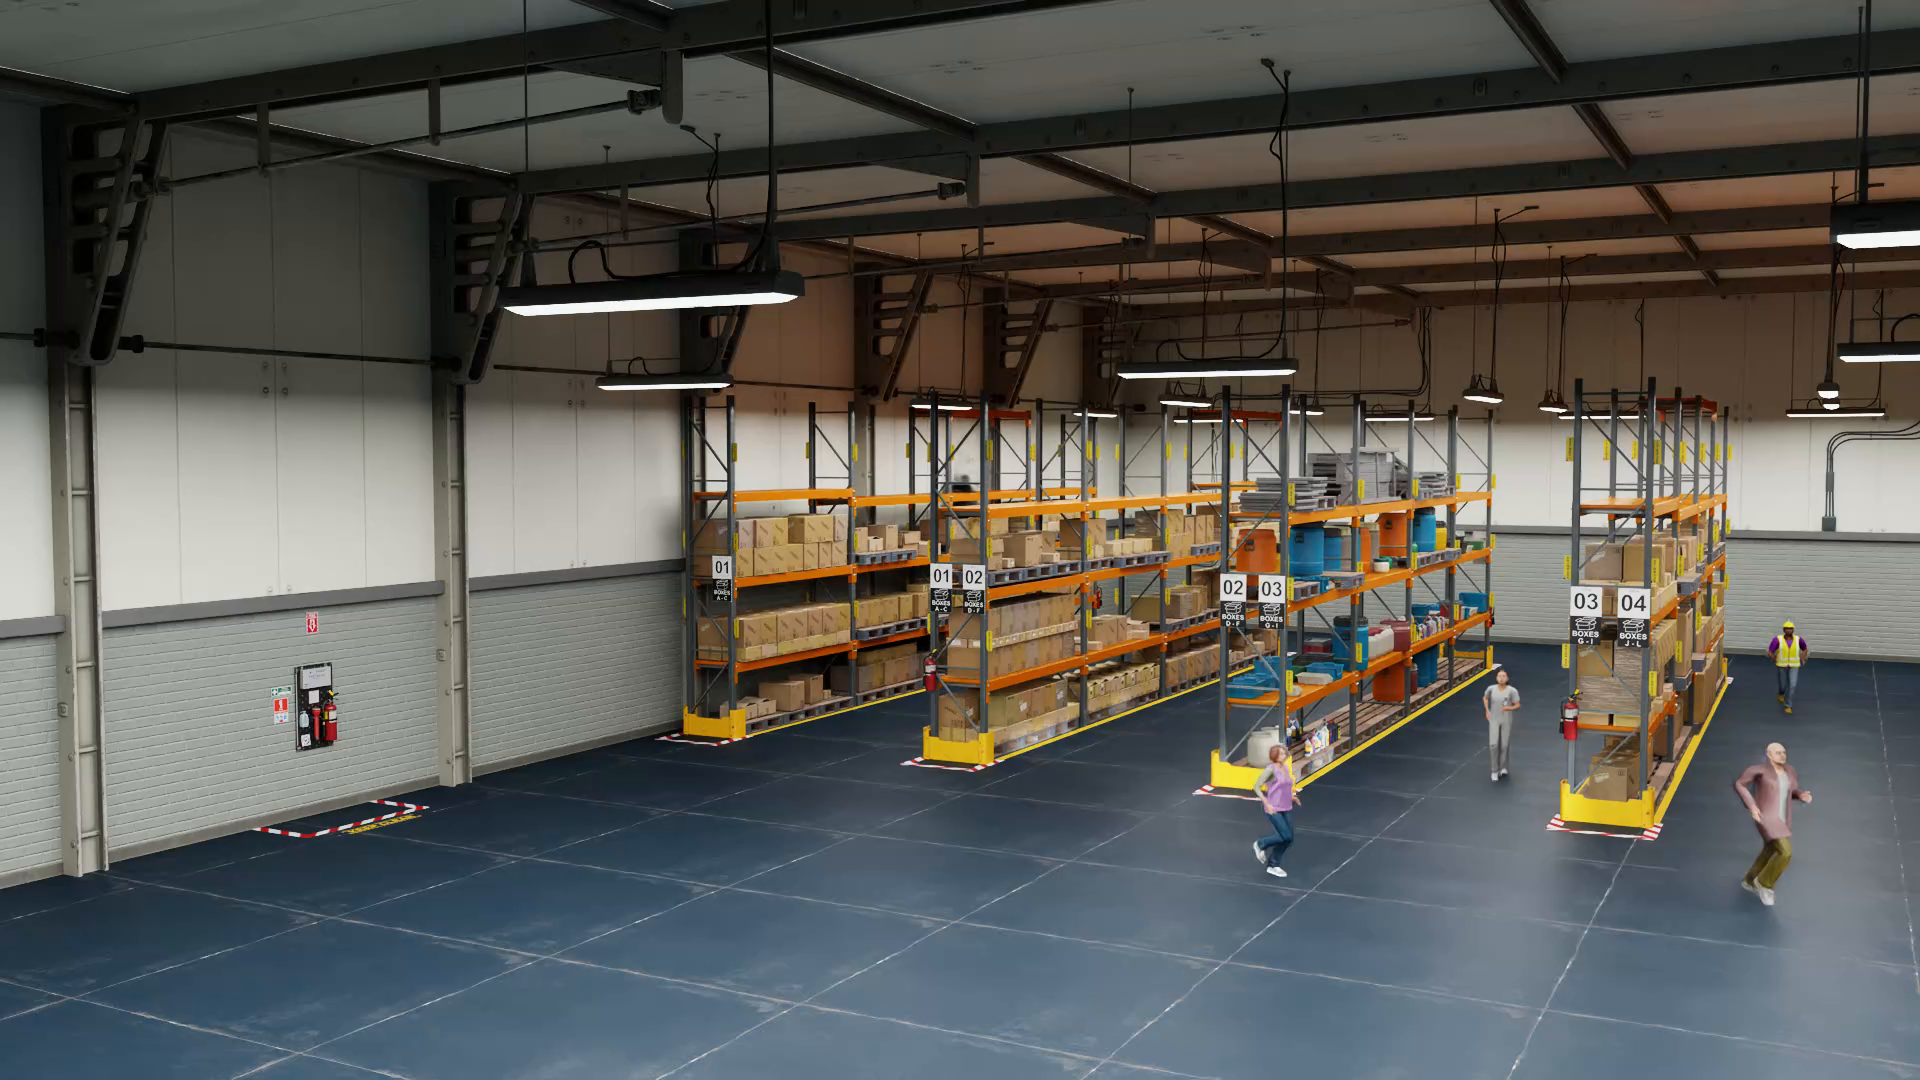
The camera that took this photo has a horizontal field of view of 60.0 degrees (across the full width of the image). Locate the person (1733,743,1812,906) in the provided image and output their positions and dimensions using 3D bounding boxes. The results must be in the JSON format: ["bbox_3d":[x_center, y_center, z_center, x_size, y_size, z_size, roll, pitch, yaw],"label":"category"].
[{"bbox_3d":[9.075,3.158,18.504,0.670,1.818,0.784,-1,3,-23],"label":"person"}]

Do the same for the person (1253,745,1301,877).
[{"bbox_3d":[3.757,3.202,19.653,0.536,1.542,0.544,-3,4,-41],"label":"person"}]

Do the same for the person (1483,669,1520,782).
[{"bbox_3d":[8.309,2.833,25.535,0.559,1.724,0.672,1,3,22],"label":"person"}]

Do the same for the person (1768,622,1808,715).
[{"bbox_3d":[15.994,2.450,32.124,0.699,1.758,0.850,1,3,21],"label":"person"}]
